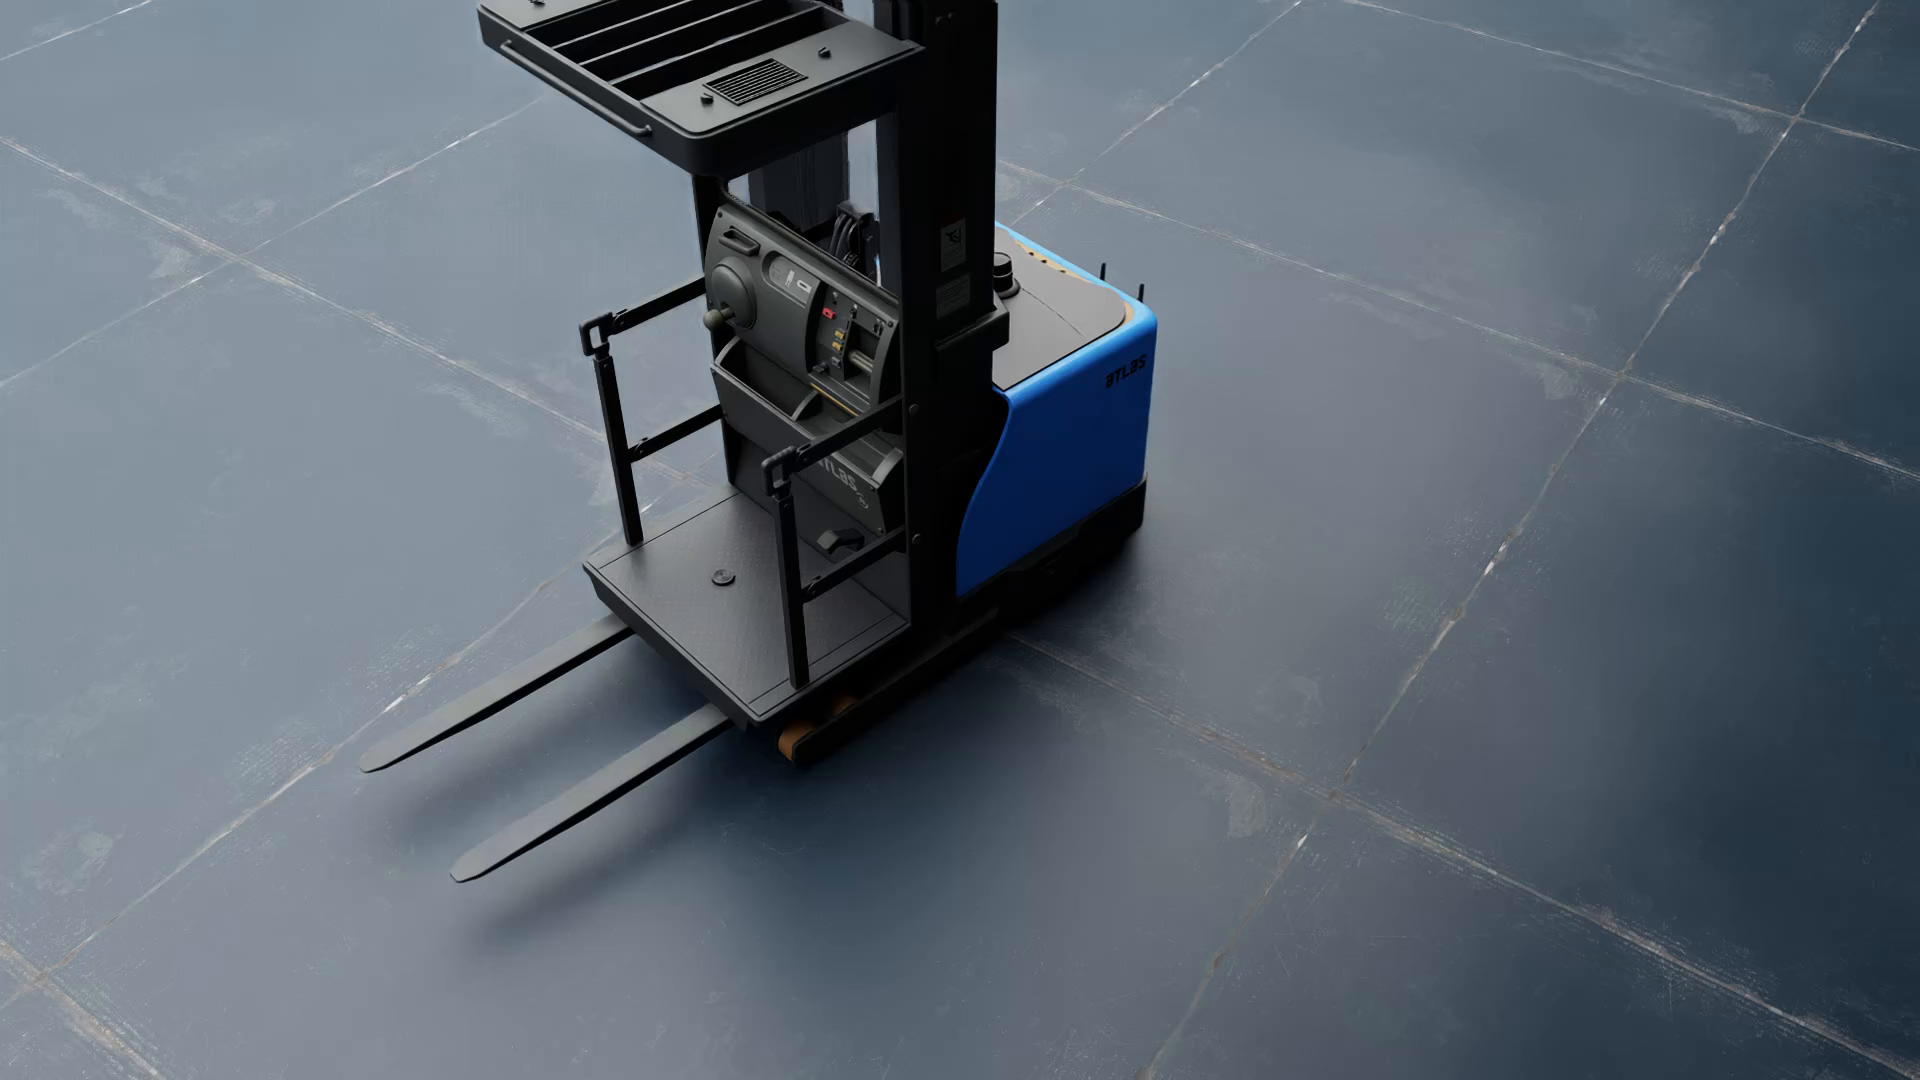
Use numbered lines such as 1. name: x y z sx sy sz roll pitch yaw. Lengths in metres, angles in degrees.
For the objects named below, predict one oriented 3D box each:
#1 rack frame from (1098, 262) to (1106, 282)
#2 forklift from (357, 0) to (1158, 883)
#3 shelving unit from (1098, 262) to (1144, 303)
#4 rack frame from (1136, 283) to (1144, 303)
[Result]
1. rack frame: 0.494 -0.717 6.877 0.240 0.900 0.006 -33 51 -31
2. forklift: -0.685 -0.697 5.331 3.031 2.935 1.130 -32 51 -30
3. shelving unit: 0.564 -0.668 6.822 0.258 0.900 0.210 -33 51 -31
4. rack frame: 0.635 -0.619 6.767 0.240 0.900 0.006 -33 51 -31
